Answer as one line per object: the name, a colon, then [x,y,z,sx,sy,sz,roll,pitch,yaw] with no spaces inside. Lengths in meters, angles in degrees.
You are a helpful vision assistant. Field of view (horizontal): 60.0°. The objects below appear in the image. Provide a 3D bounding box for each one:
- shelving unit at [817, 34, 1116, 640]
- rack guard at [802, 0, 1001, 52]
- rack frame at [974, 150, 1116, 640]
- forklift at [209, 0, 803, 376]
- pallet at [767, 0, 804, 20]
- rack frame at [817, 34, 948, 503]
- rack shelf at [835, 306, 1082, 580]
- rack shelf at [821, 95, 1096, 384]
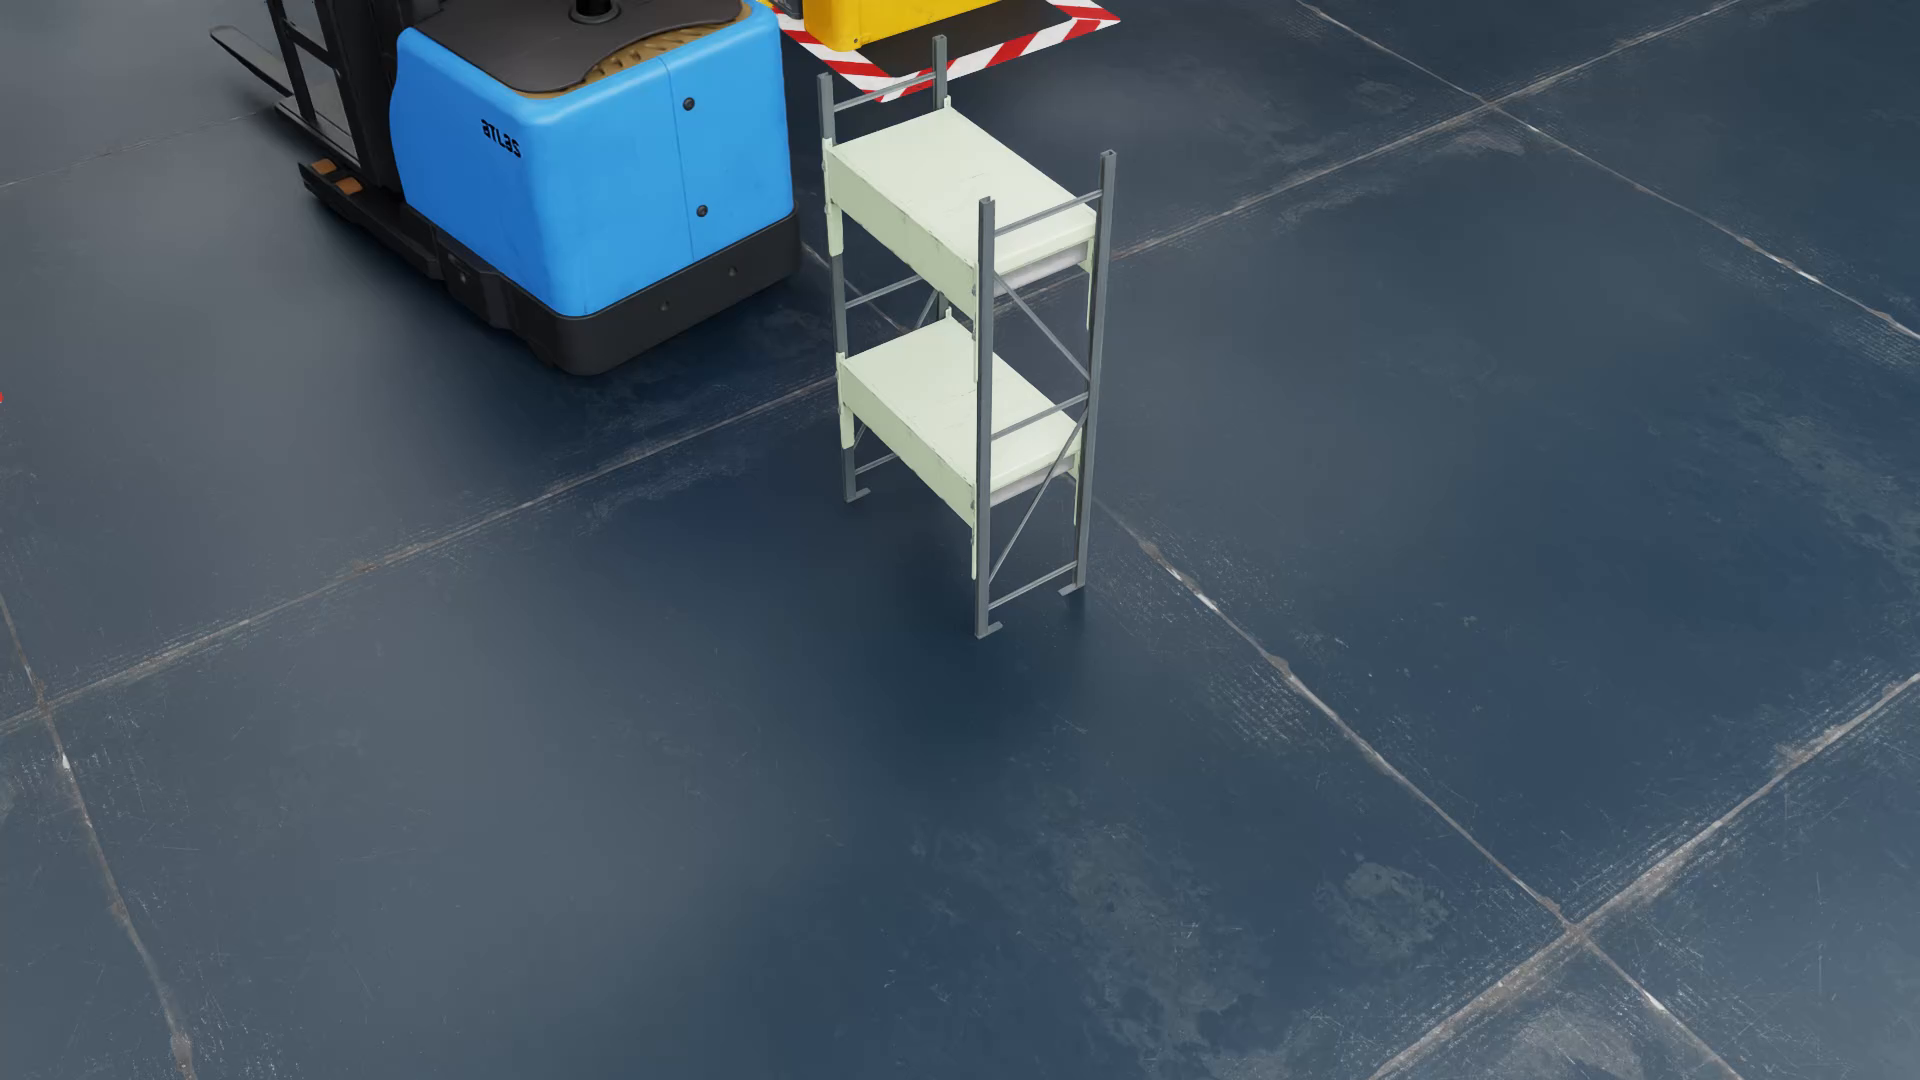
shelving unit: [0.004,-0.539,4.728,0.431,1.500,0.755,-26,49,-24]
rack guard: [-0.174,-2.716,7.733,1.175,0.500,0.348,-26,49,-24]
rack frame: [0.213,-0.331,4.511,0.400,1.500,0.023,-26,49,-24]
forklift: [-1.982,-2.543,5.791,1.130,2.935,3.031,-34,53,-30]
pallet: [-0.710,-3.047,8.289,1.003,0.211,1.213,-26,49,-24]
rack frame: [-0.206,-0.746,4.945,0.400,1.500,0.023,-26,49,-24]
rack shelf: [0.004,-0.303,4.953,0.431,0.370,0.720,-26,49,-24]
rack shelf: [0.004,-0.821,4.459,0.431,0.370,0.720,-26,49,-24]
